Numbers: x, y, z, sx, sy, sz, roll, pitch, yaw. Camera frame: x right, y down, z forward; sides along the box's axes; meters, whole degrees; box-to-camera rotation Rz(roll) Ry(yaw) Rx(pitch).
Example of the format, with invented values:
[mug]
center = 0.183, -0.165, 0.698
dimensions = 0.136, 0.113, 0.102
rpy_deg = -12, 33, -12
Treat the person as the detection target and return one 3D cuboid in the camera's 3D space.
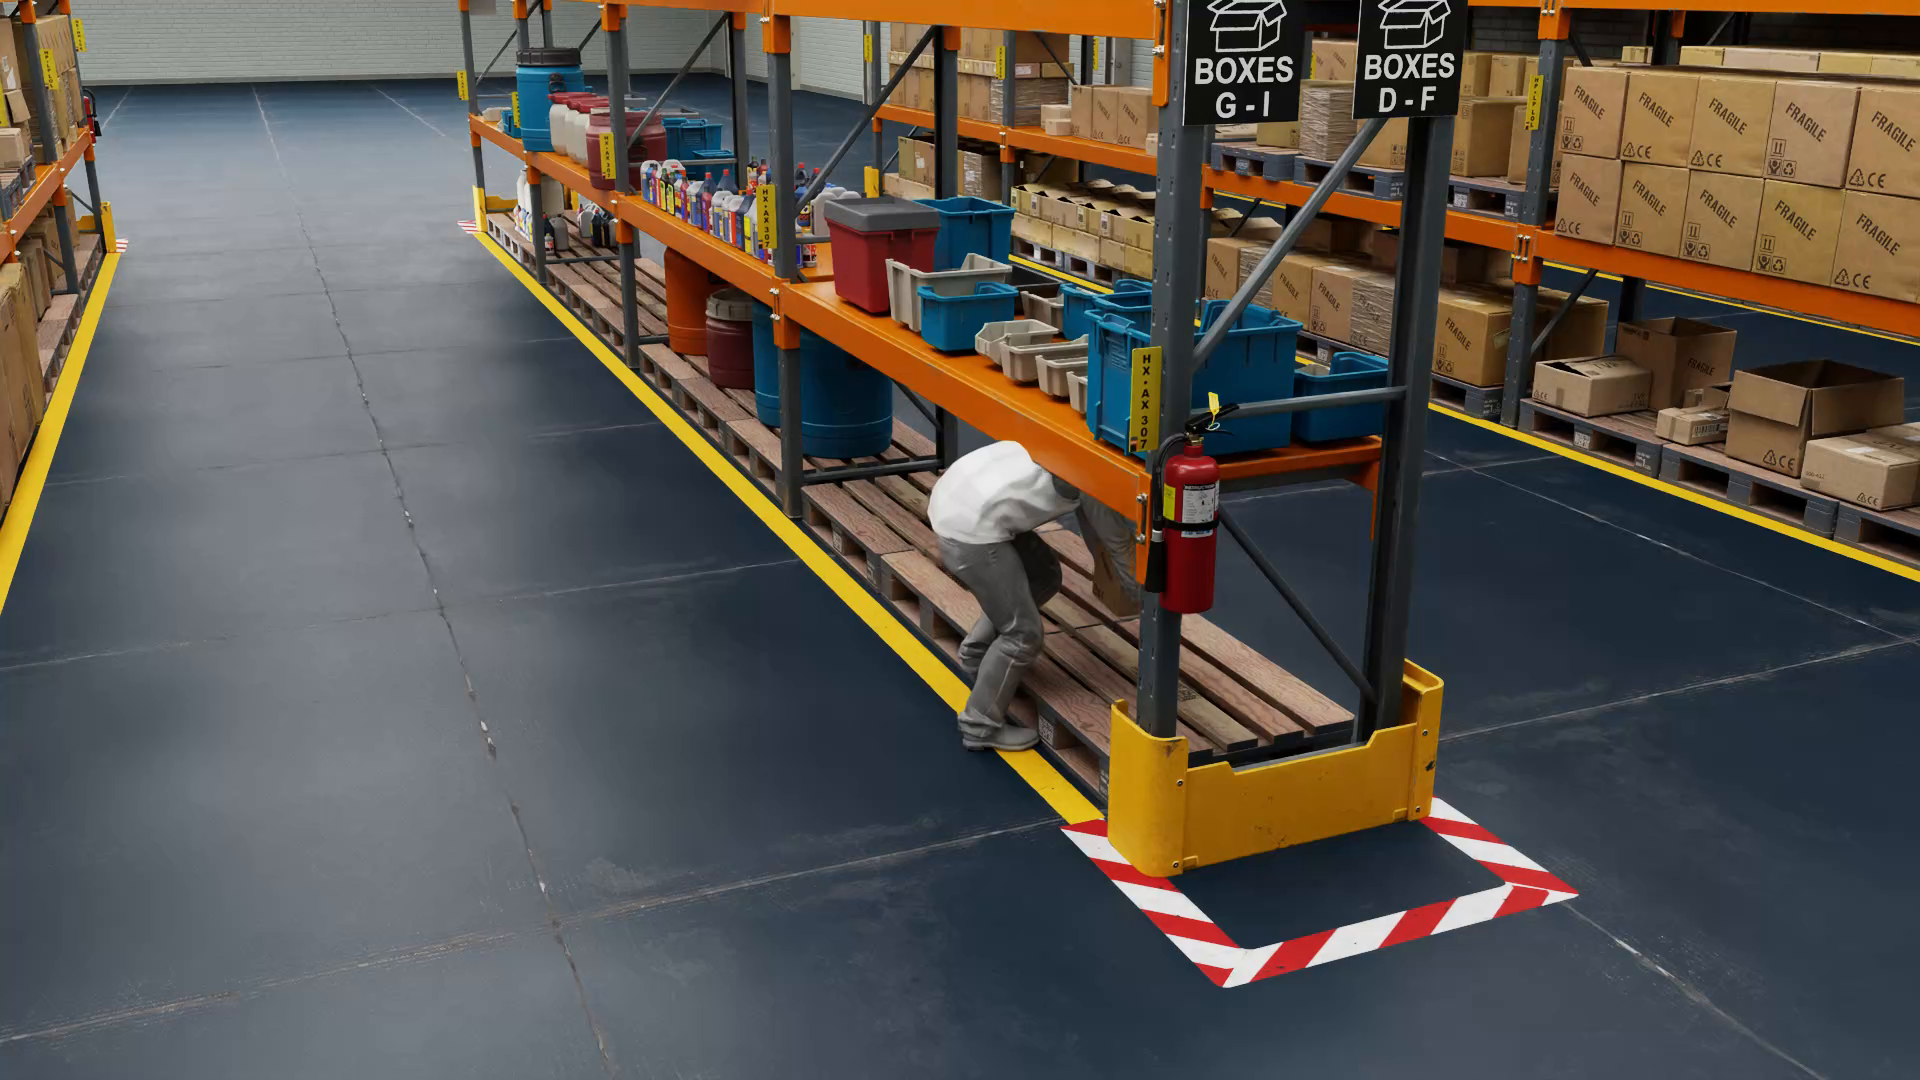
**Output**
[person]
center = 0.349, 0.100, 6.386
dimensions = 0.936, 1.352, 0.496
rpy_deg = -3, 19, -7
